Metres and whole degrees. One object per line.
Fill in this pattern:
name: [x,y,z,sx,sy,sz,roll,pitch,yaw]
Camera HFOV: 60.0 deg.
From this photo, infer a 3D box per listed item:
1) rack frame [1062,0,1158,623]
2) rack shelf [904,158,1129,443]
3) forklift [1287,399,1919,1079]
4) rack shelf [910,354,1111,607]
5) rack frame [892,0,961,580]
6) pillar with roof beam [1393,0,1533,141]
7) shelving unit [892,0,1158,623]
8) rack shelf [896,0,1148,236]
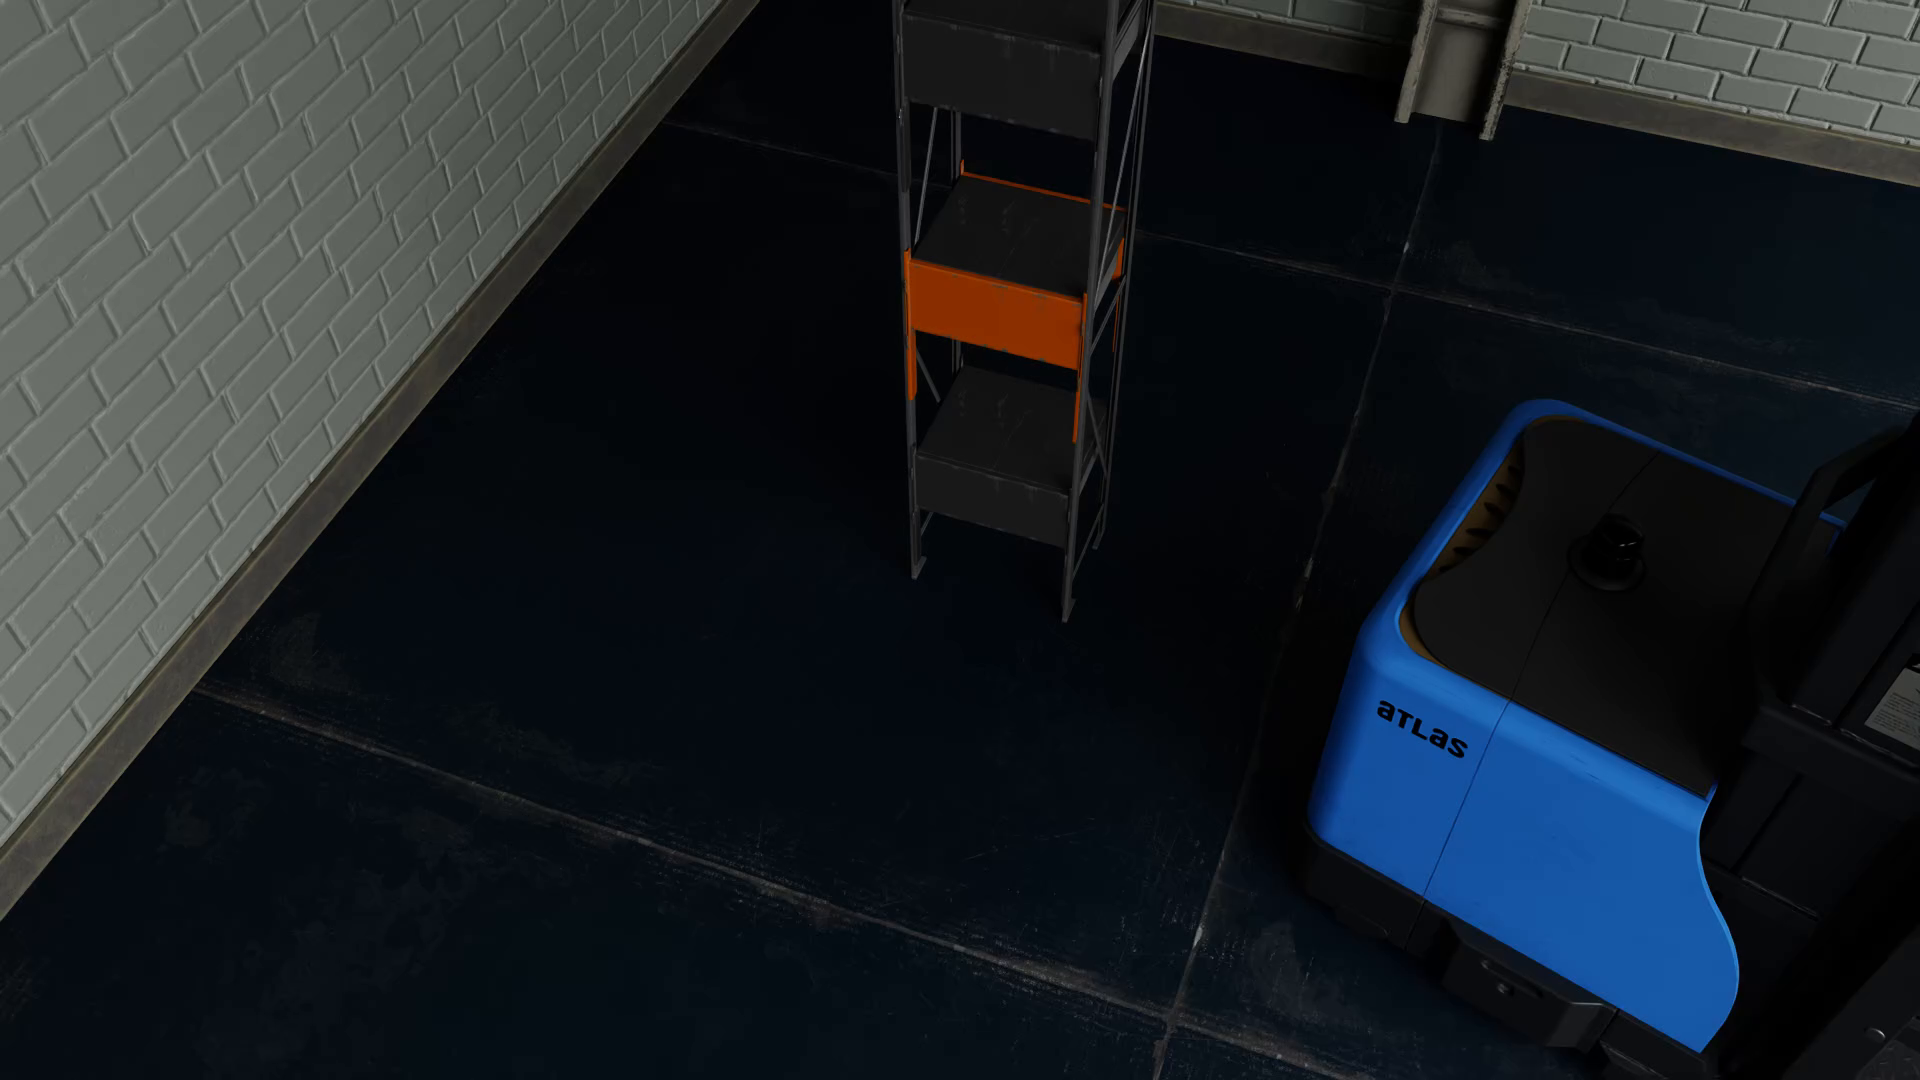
rack frame: [0.384,-0.580,4.364,0.015,2.100,0.400,16,51,13]
rack shelf: [0.155,-0.635,4.429,0.480,0.518,0.431,16,51,13]
forklift: [2.363,0.306,3.045,3.031,2.935,1.130,28,55,22]
rack shelf: [0.155,-0.177,4.958,0.480,0.518,0.431,16,51,13]
rack frame: [-0.074,-0.708,4.474,0.015,2.100,0.400,16,51,13]
pillar with roof beam: [0.496,-1.648,0.723,0.400,9.000,9.100,16,51,13]
shelving unit: [0.155,-0.644,4.419,0.503,2.100,0.431,16,51,13]
rack shelf: [0.155,-1.094,3.900,0.480,0.518,0.431,16,51,13]
